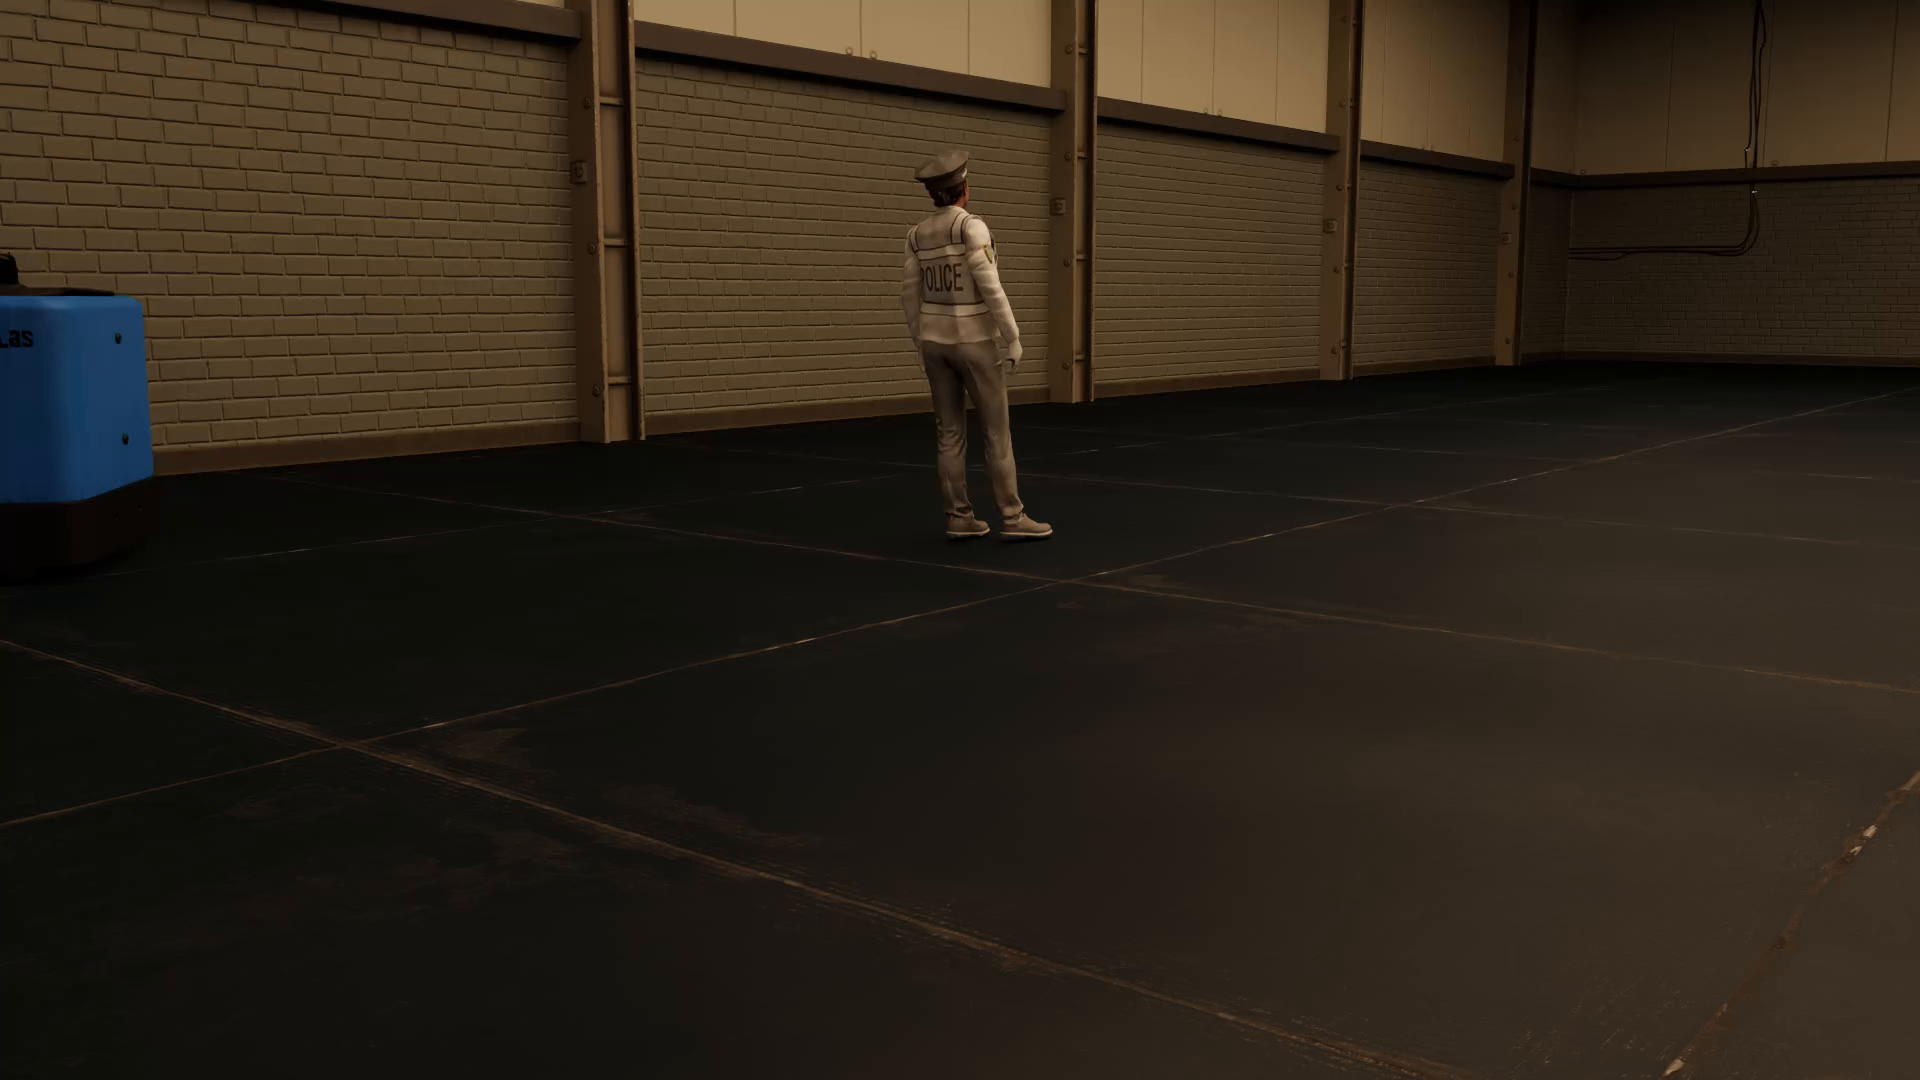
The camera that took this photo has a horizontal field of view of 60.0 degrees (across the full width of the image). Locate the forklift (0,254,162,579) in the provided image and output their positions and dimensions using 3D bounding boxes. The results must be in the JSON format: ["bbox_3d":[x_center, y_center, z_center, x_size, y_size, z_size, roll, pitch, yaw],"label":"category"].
[{"bbox_3d":[-4.863,-1.319,6.295,3.031,2.935,1.130,-1,8,-10],"label":"forklift"}]

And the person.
[{"bbox_3d":[0.047,-0.852,7.329,0.588,1.696,0.533,7,11,38],"label":"person"}]
